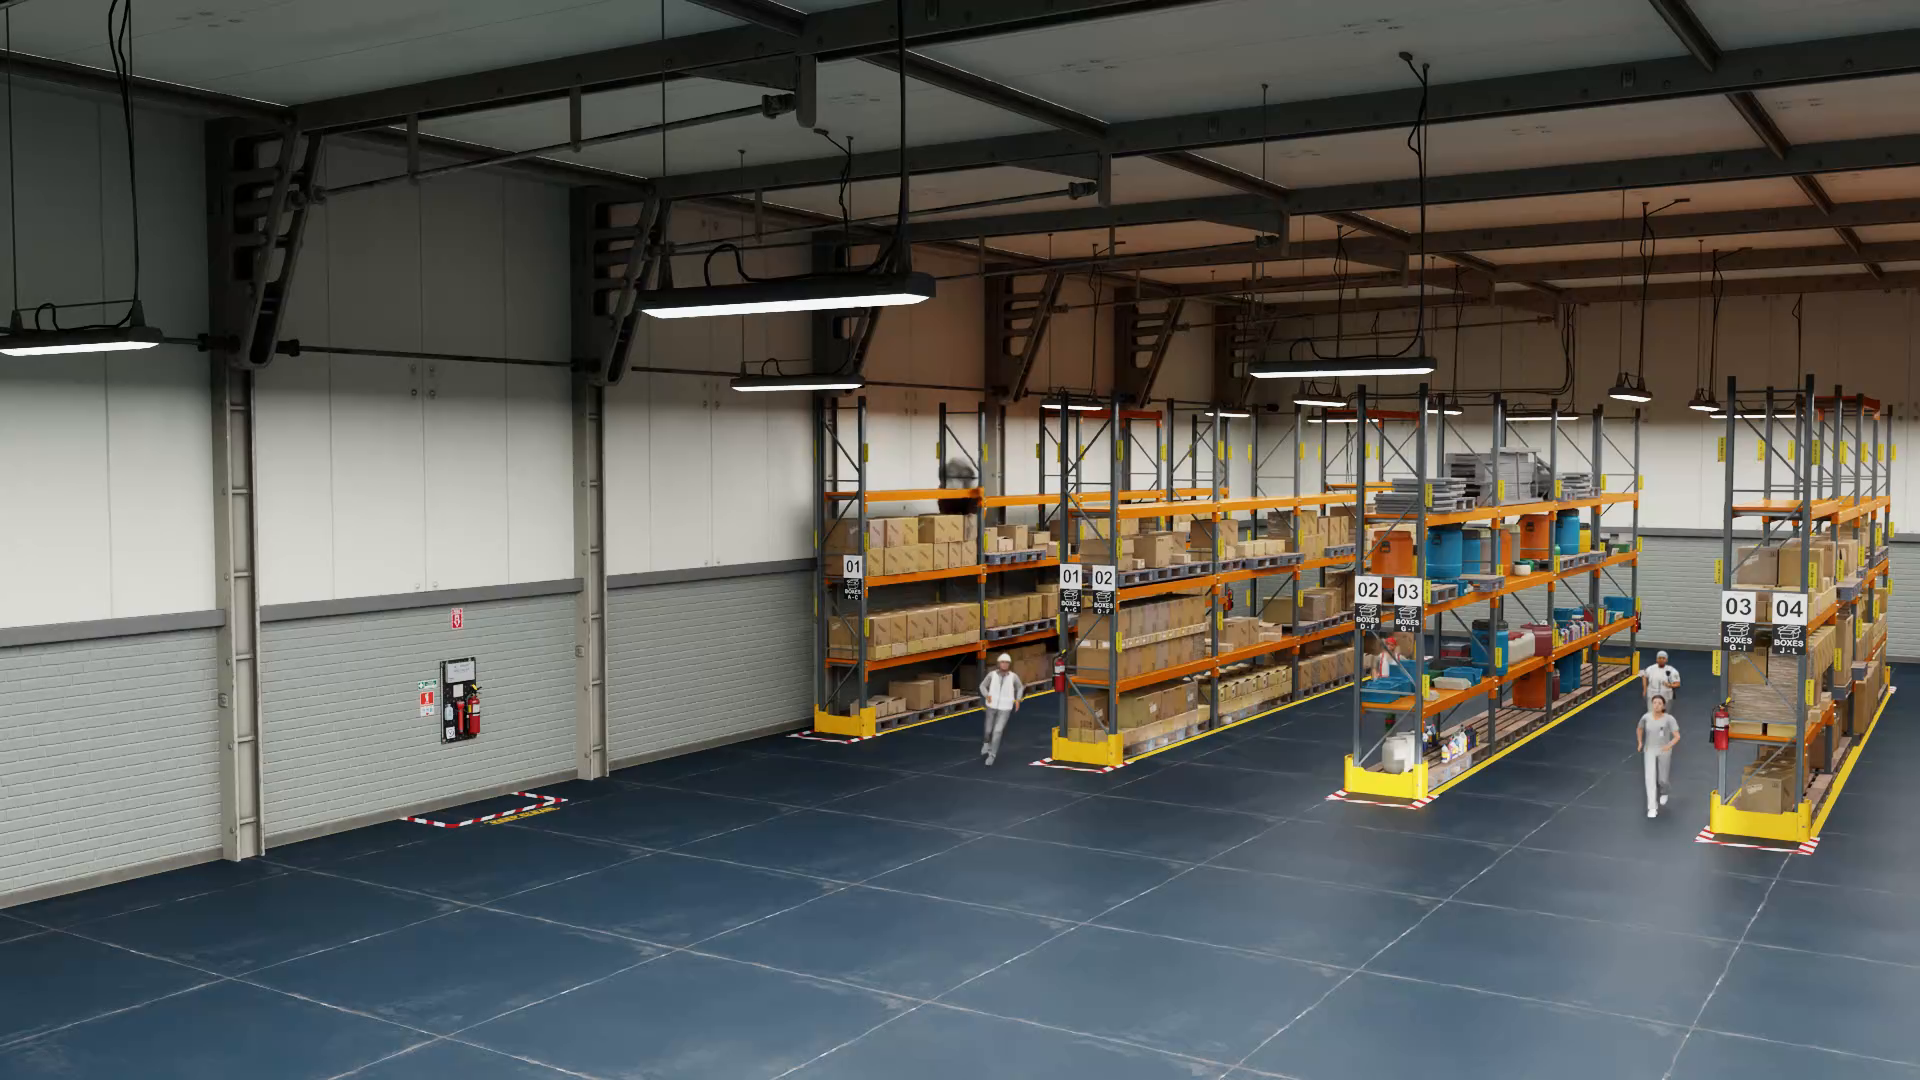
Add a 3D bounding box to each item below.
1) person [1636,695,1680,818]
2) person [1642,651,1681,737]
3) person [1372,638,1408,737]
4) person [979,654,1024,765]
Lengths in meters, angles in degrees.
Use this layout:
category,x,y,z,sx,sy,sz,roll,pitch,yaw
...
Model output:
category,x,y,z,sx,sy,sz,roll,pitch,yaw
person,9.656,2.966,23.023,0.588,1.647,0.877,2,4,32
person,11.723,2.702,27.817,0.594,1.687,0.860,1,3,24
person,7.610,2.592,29.364,0.656,1.749,0.704,1,3,24
person,0.649,2.707,26.877,0.723,1.744,0.957,0,3,8
